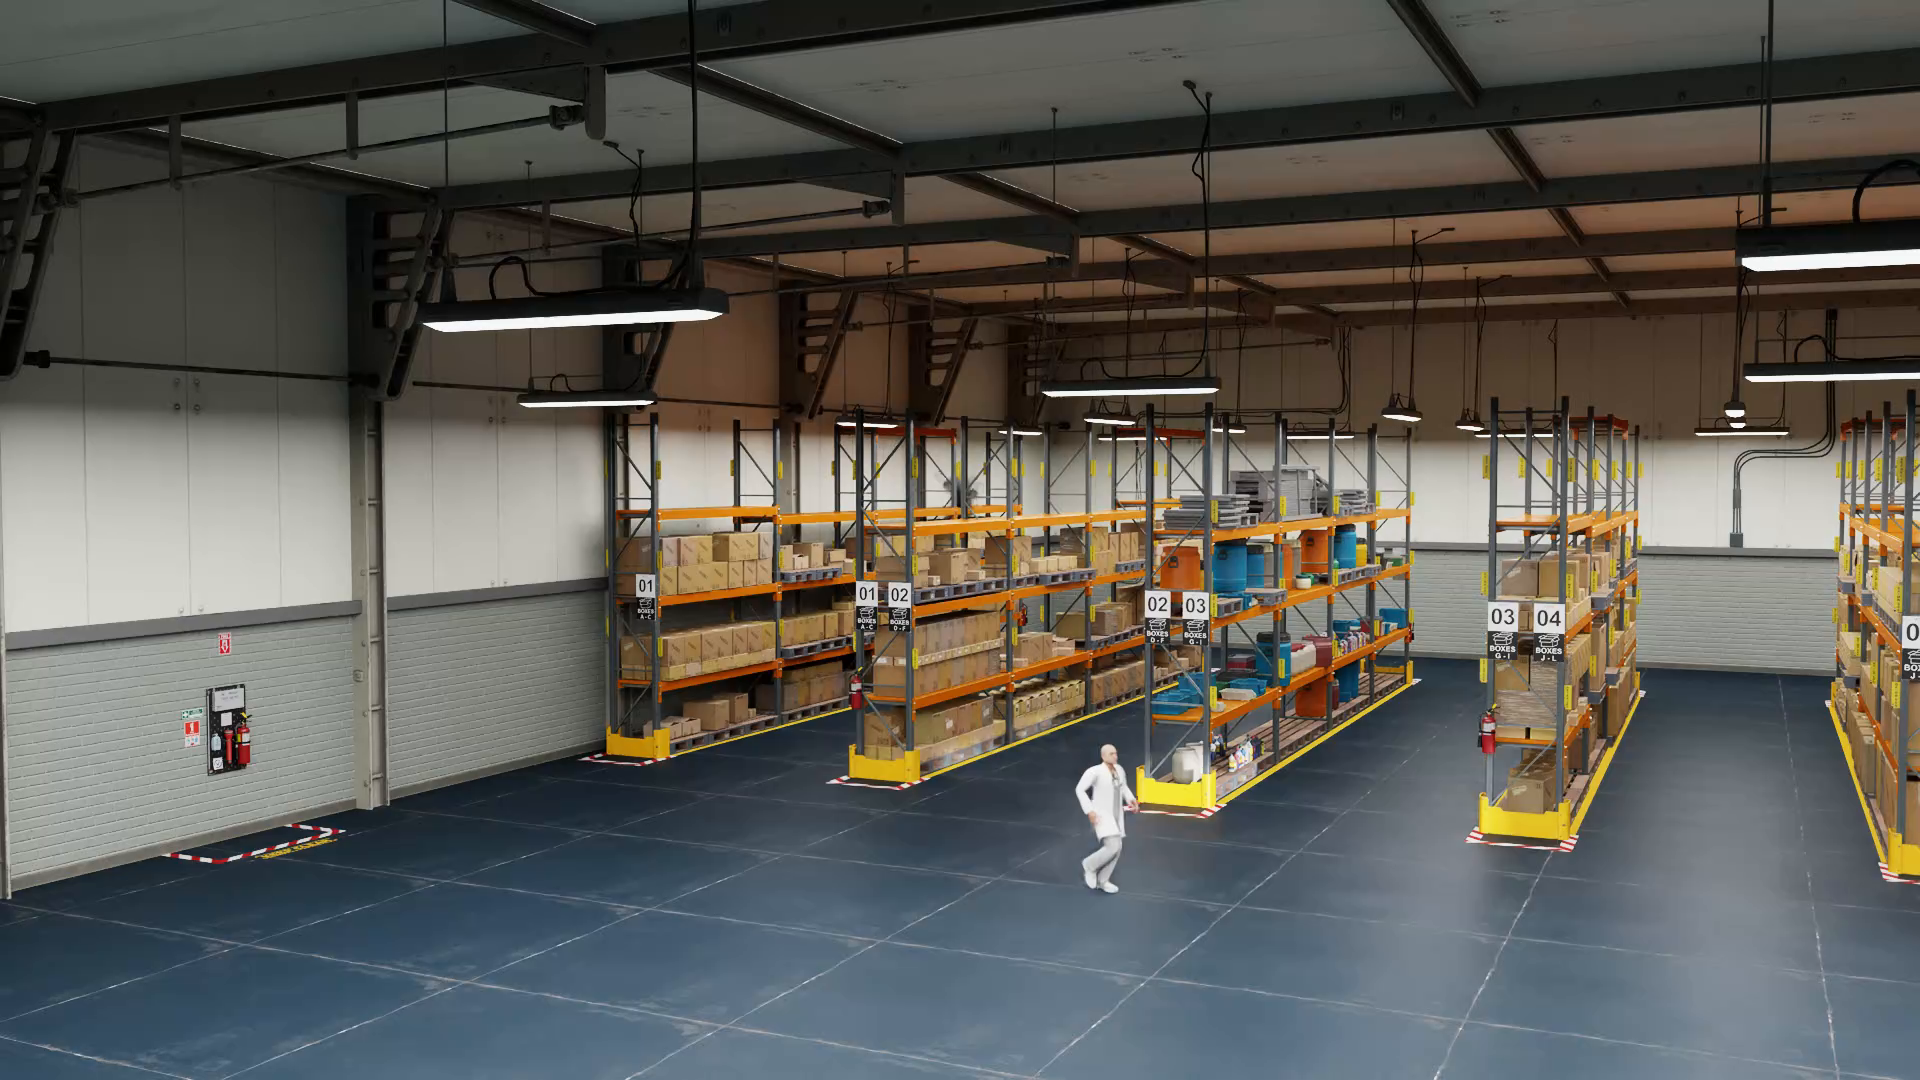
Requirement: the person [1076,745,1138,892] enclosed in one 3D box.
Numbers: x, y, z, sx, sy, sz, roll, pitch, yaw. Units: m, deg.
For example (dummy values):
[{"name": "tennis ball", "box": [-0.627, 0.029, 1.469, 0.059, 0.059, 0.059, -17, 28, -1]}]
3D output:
[{"name": "person", "box": [1.776, 3.298, 19.733, 0.719, 1.746, 0.629, -2, 3, -42]}]
